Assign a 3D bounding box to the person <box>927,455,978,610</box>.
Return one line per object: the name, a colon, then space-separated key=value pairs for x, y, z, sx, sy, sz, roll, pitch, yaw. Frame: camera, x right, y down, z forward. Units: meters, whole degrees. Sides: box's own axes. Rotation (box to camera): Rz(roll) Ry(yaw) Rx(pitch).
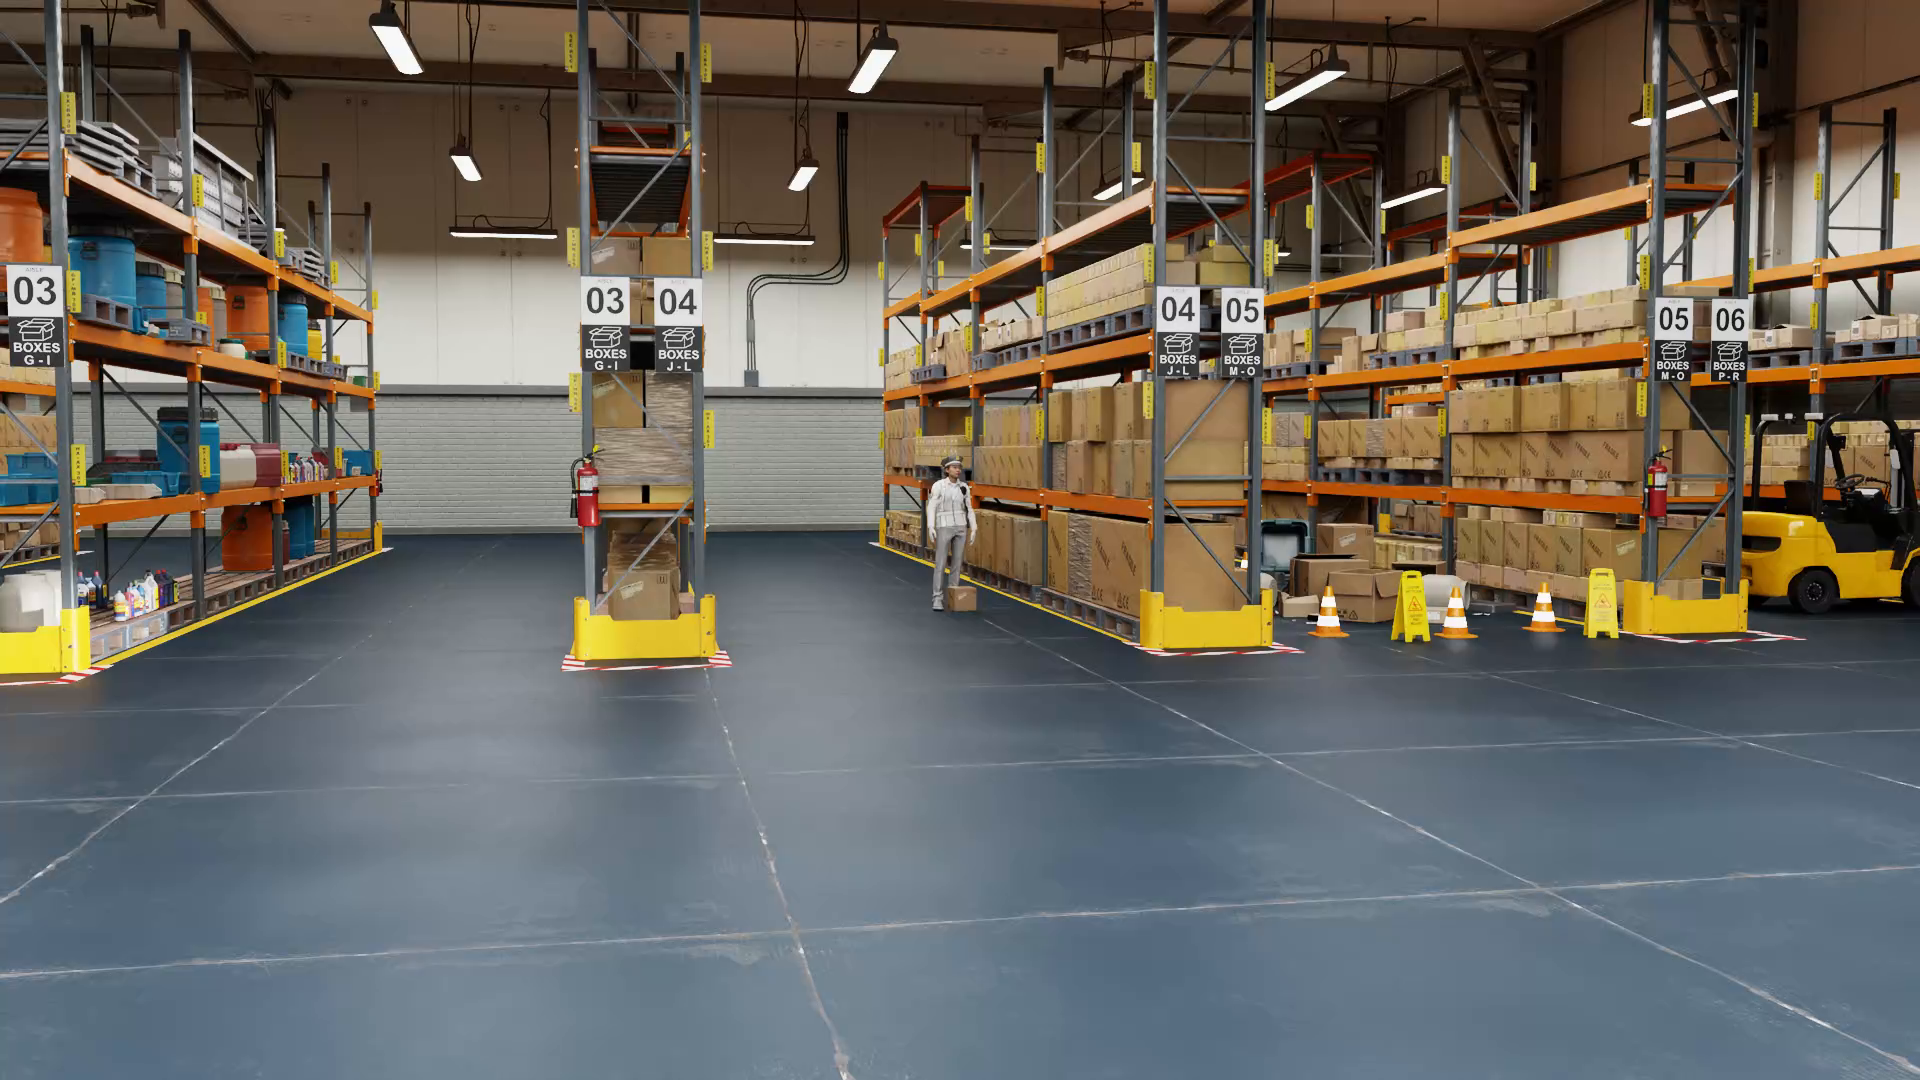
person: x=-0.073 y=-0.095 z=18.411 sx=0.587 sy=1.696 sz=0.534 roll=-1 pitch=3 yaw=-18
